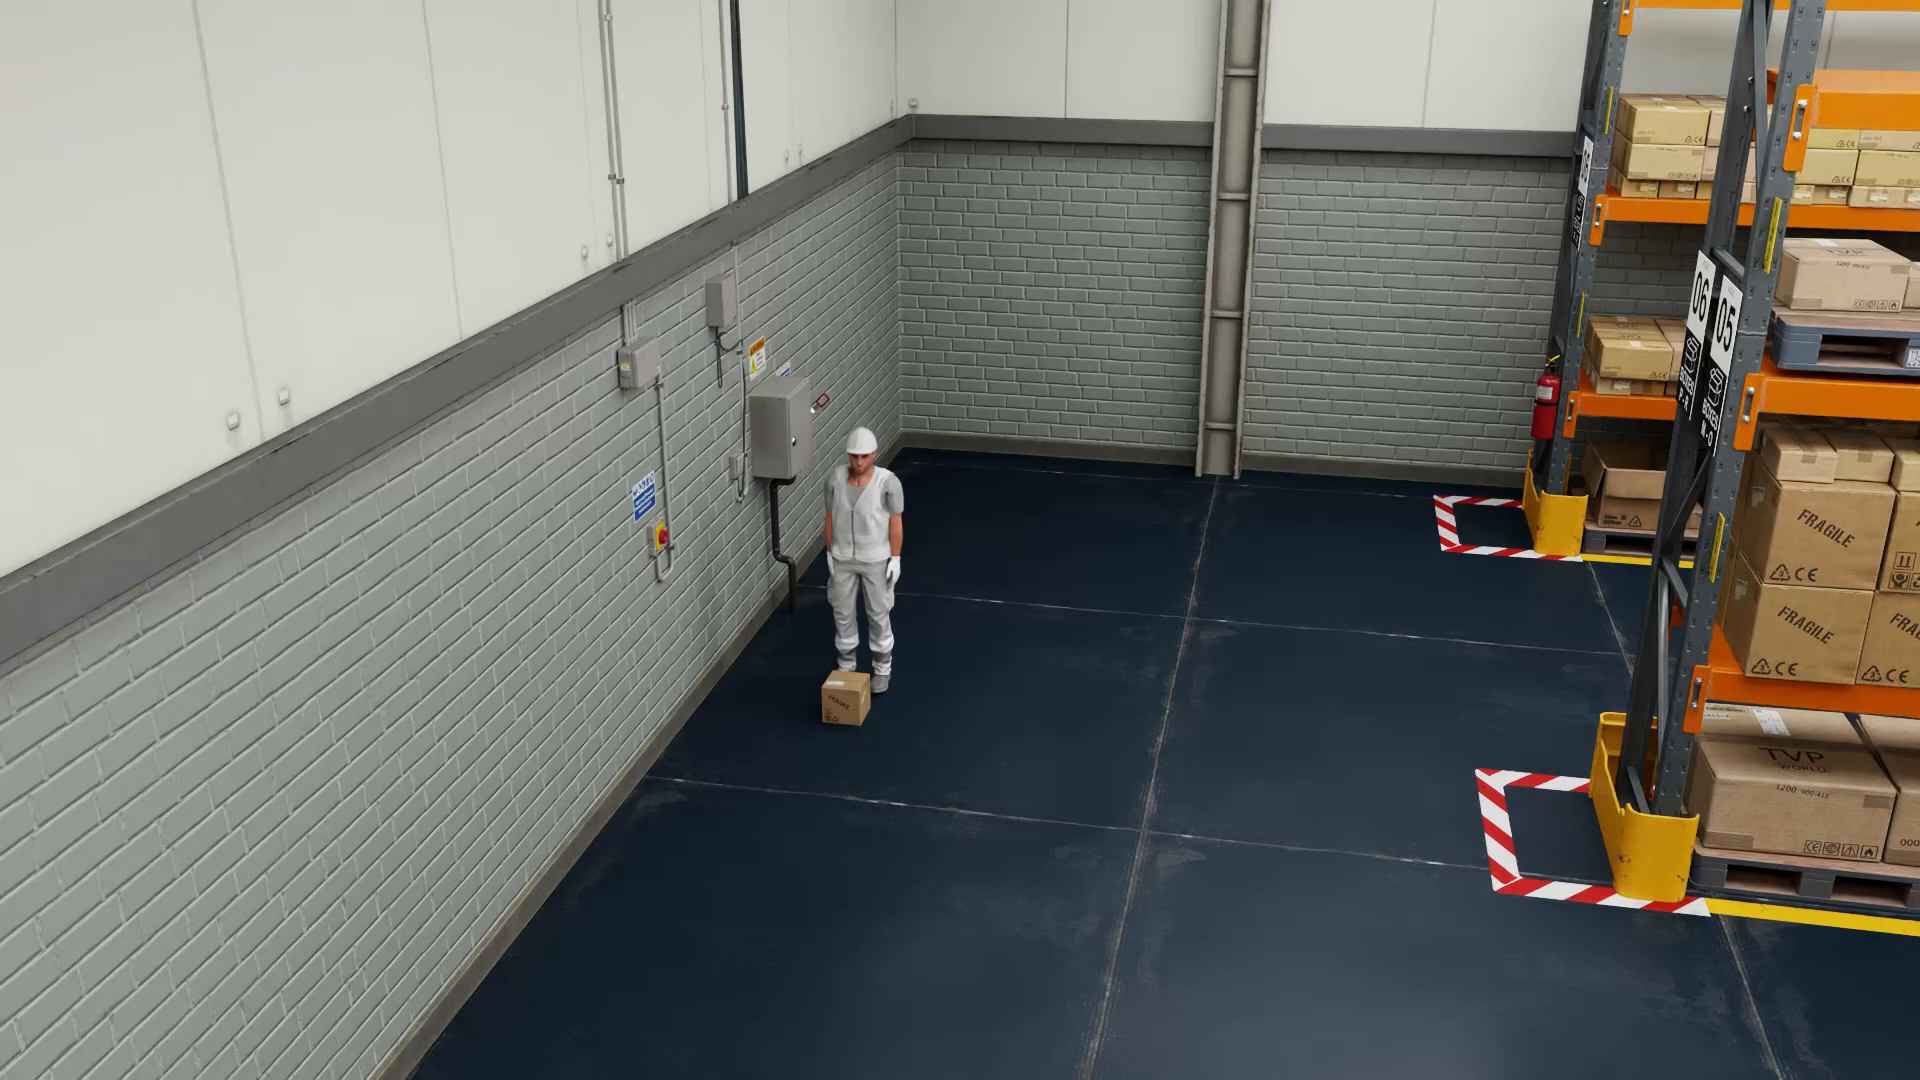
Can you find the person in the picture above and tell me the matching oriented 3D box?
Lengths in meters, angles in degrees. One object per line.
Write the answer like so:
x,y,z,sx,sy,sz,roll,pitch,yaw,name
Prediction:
-0.626,0.128,10.729,0.526,1.783,0.346,5,22,12,person
